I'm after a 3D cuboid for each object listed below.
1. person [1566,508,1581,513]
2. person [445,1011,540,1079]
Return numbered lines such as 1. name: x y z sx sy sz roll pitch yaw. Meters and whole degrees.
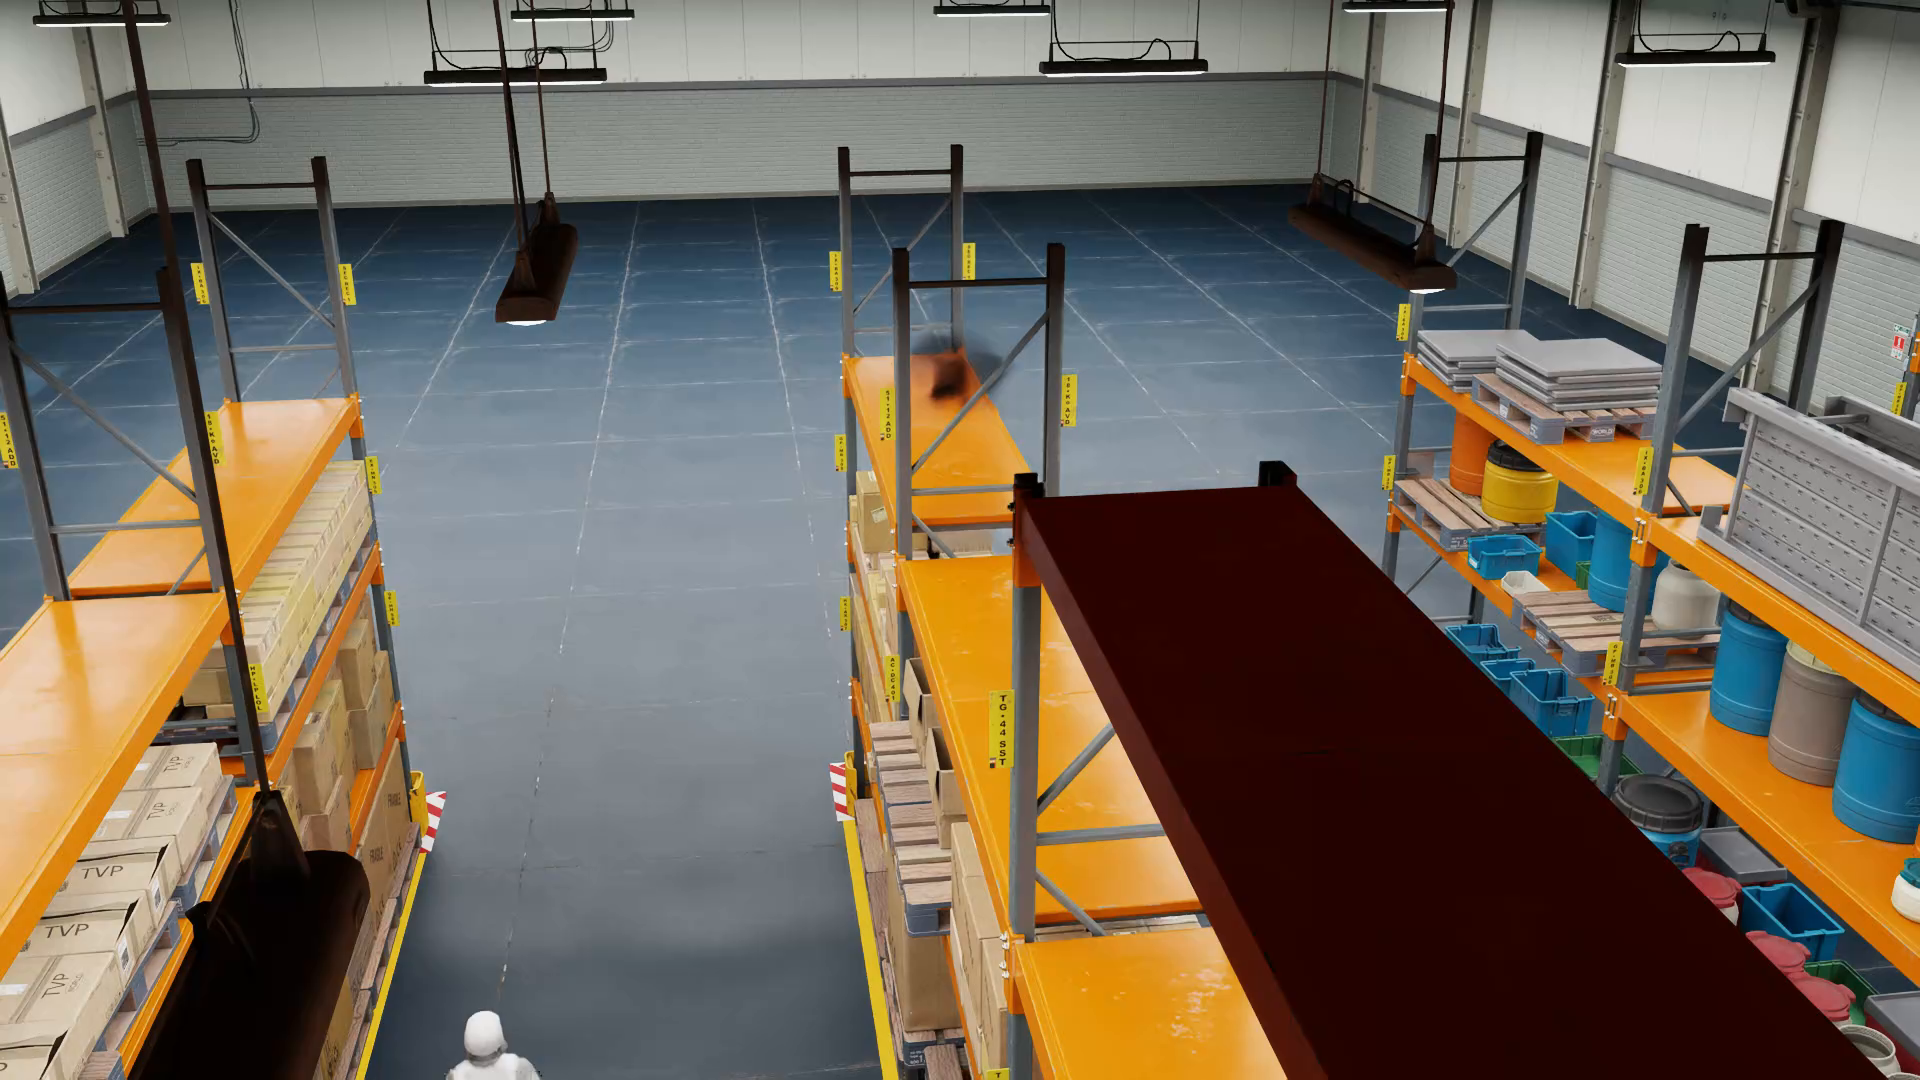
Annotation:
1. person: 6.742 0.390 18.565 0.484 1.561 0.548 8 23 18
2. person: -2.829 3.587 10.210 0.644 1.730 0.591 -6 22 -16
